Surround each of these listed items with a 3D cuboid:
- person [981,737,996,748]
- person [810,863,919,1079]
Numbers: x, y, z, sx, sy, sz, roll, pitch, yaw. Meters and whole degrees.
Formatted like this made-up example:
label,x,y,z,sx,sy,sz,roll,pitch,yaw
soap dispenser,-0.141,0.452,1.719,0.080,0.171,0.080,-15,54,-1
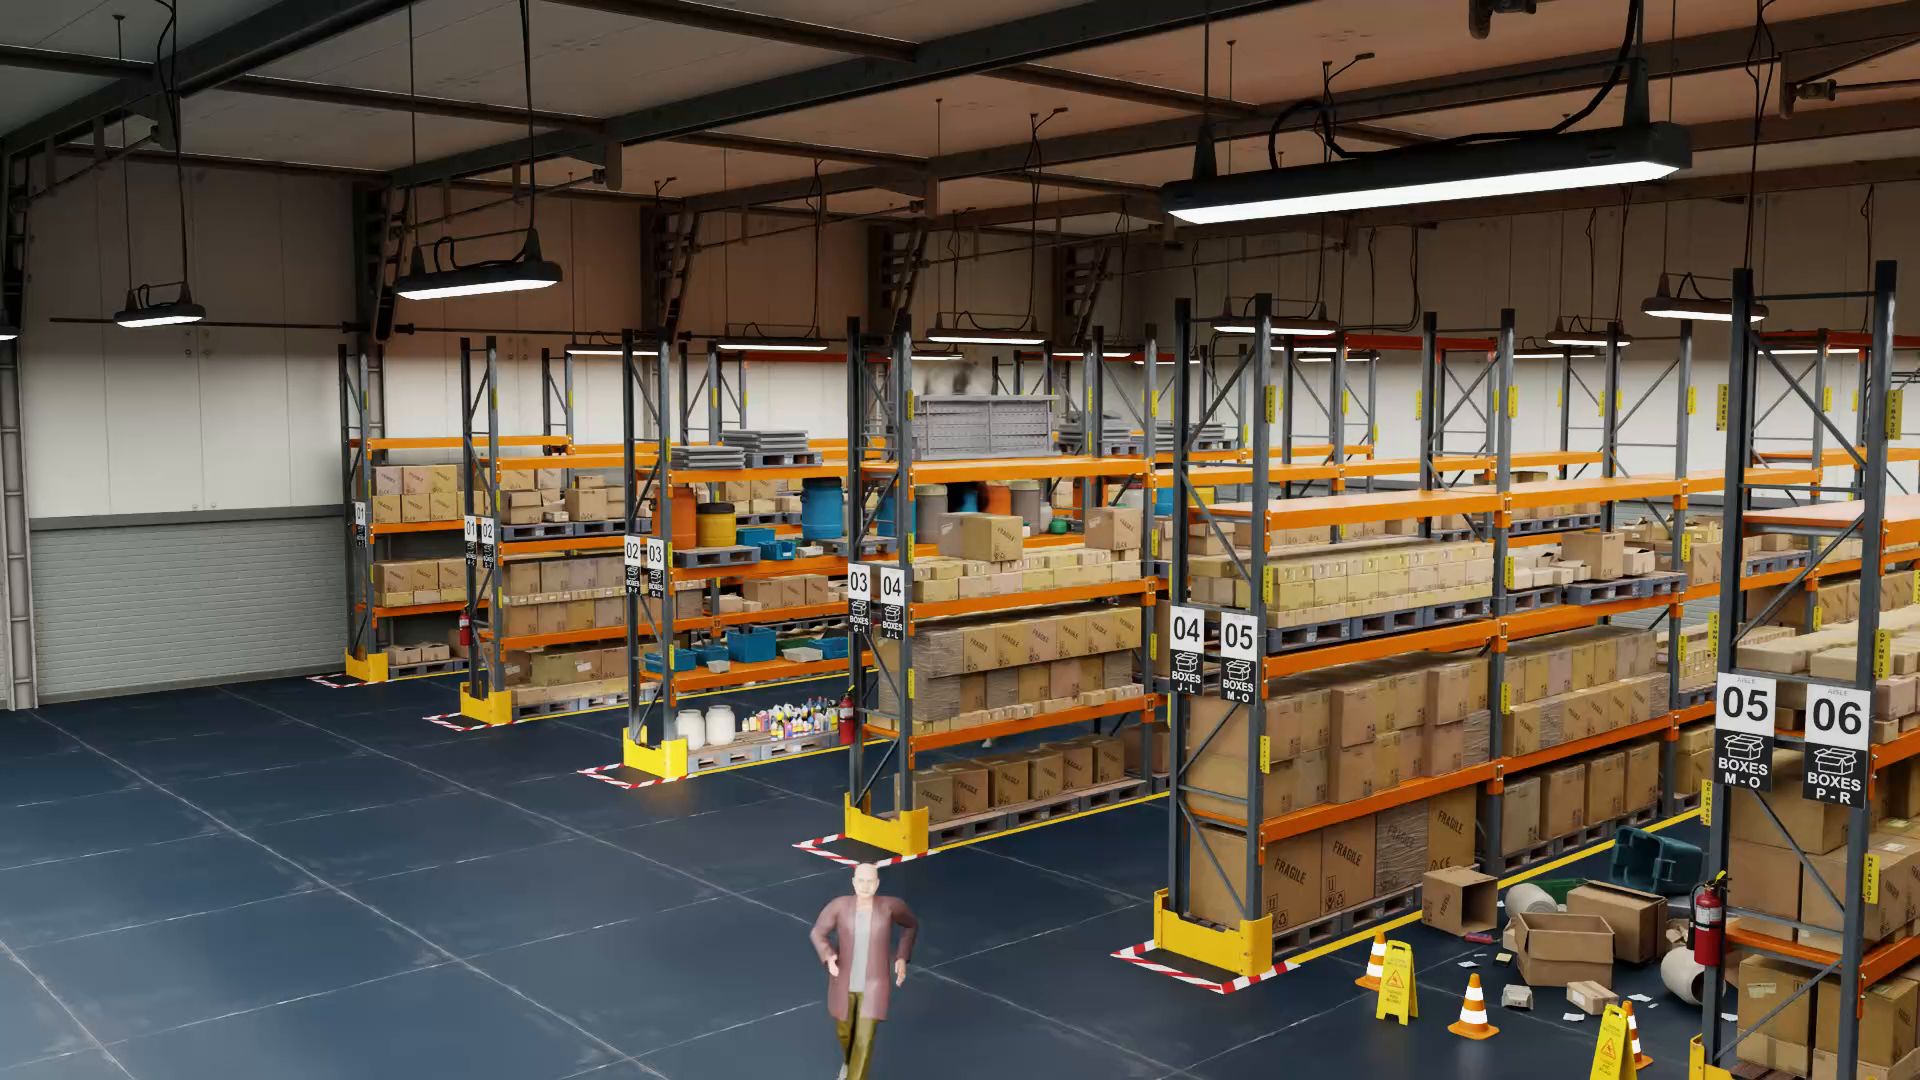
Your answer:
label,x,y,z,sx,sy,sz,roll,pitch,yaw
person,0.580,2.152,24.462,0.728,1.729,1.055,2,6,25
person,-0.709,3.208,11.946,0.750,1.801,1.012,1,5,9
